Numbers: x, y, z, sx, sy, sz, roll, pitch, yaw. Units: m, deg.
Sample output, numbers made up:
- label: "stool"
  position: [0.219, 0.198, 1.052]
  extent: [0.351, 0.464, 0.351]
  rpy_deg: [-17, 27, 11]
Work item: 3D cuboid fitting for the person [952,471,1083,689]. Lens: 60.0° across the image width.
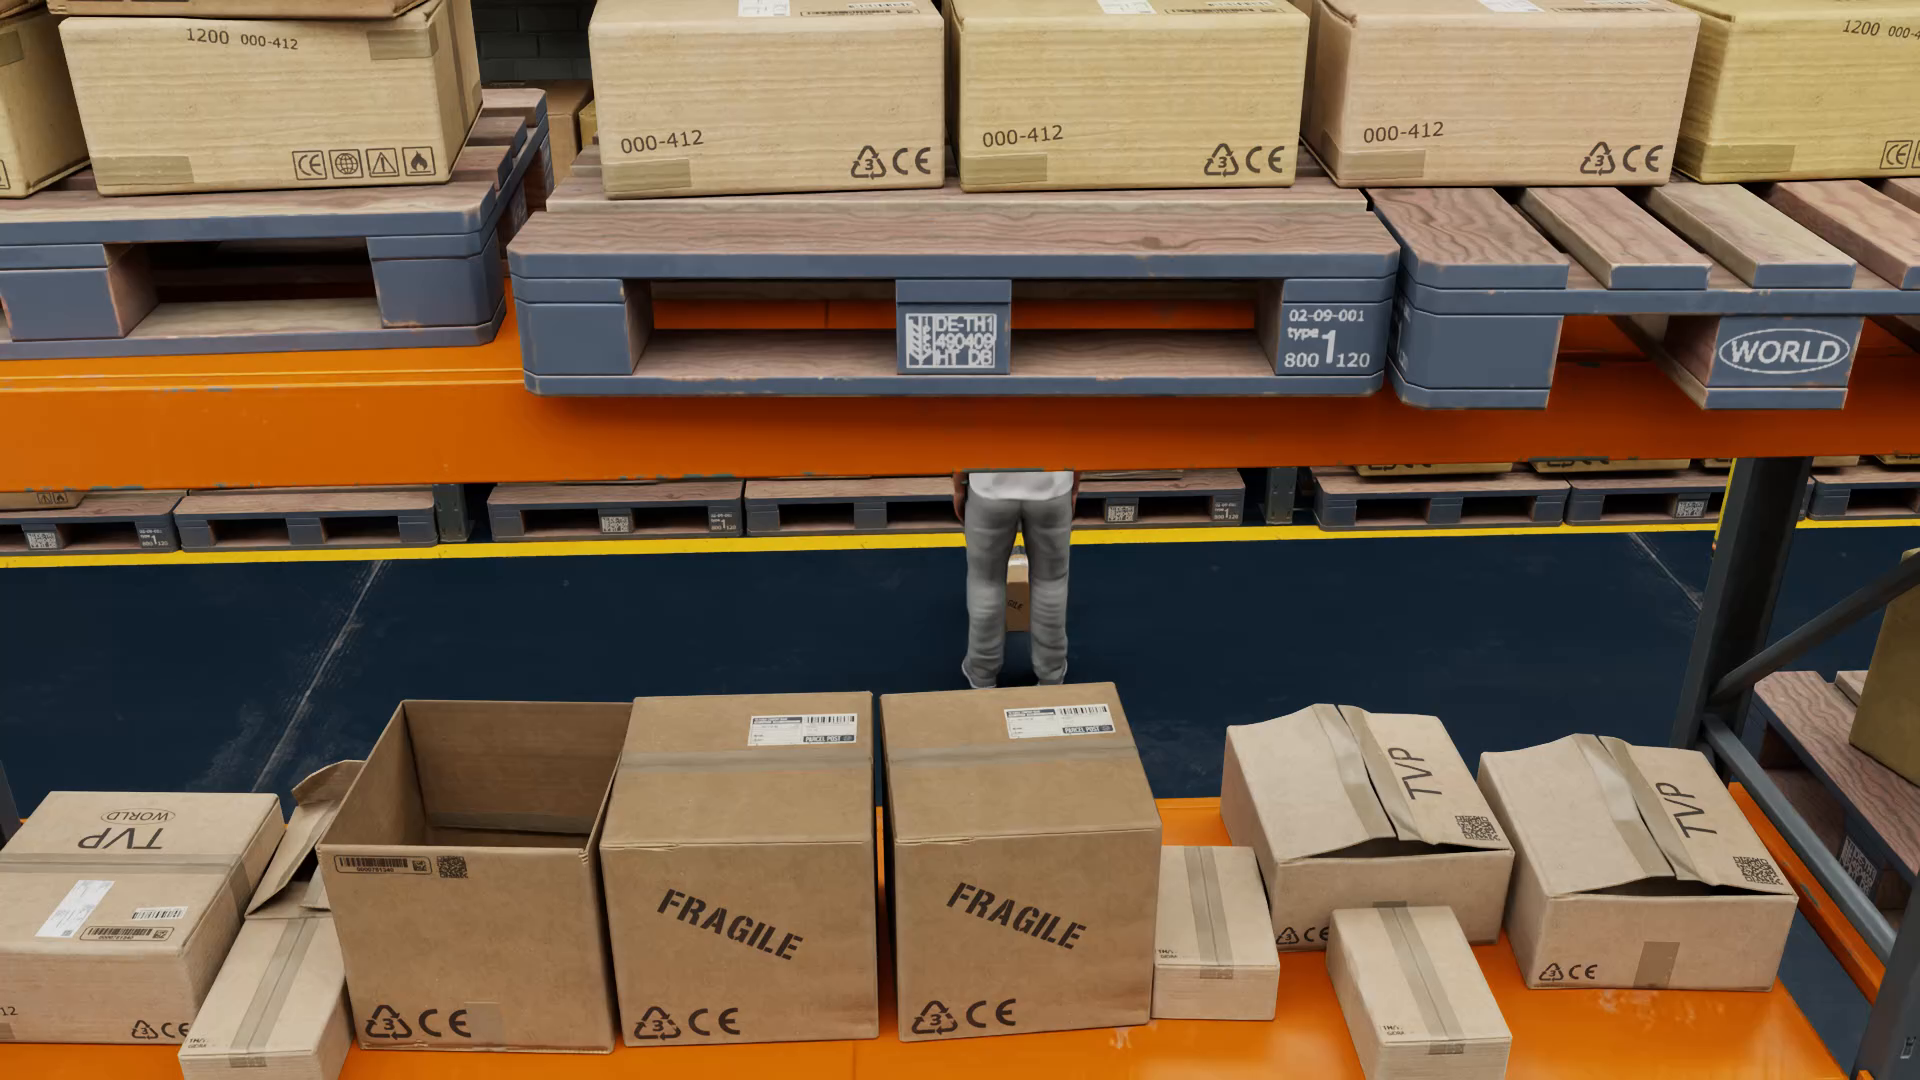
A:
- label: "person"
  position: [0.225, -0.212, 6.502]
  extent: [0.527, 1.774, 0.395]
  rpy_deg: [-1, 27, -2]
